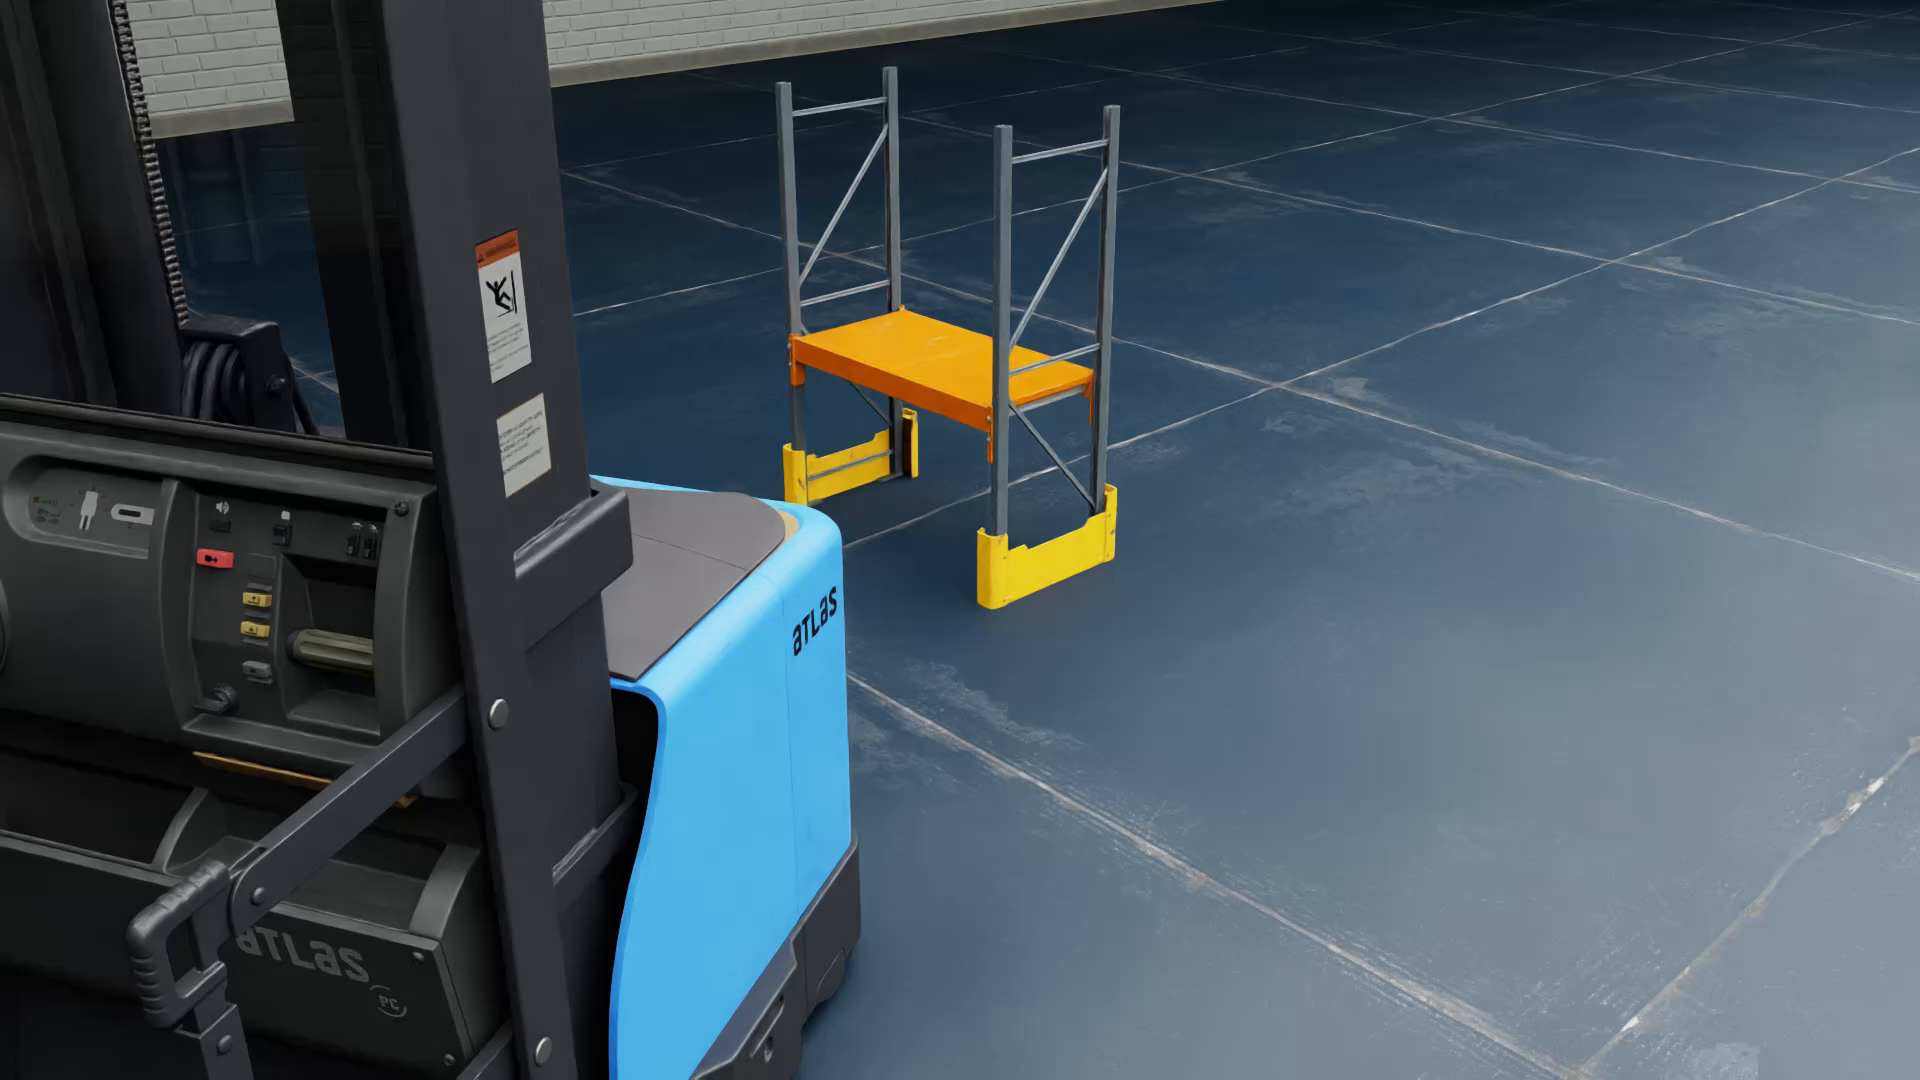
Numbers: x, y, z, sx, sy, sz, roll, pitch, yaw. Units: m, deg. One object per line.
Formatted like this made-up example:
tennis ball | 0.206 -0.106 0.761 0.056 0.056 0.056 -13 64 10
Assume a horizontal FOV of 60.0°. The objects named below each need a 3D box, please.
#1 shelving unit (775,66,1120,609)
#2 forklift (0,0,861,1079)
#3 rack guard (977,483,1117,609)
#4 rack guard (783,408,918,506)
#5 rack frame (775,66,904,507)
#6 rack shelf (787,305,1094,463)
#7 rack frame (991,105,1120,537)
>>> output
shelving unit | -0.052 -0.705 5.489 0.587 1.500 1.083 -21 32 -38
forklift | -1.178 0.092 2.017 1.130 2.935 3.031 8 26 17
rack guard | 0.288 0.014 5.418 0.587 0.250 0.087 -21 32 -38
rack guard | -0.392 -0.288 6.079 0.587 0.250 0.087 -21 32 -38
rack frame | -0.406 -0.862 5.833 0.500 1.500 0.032 -21 32 -38
rack shelf | -0.058 -0.545 5.570 0.538 0.185 1.000 -21 32 -38
rack frame | 0.289 -0.554 5.158 0.500 1.500 0.032 -21 32 -38
